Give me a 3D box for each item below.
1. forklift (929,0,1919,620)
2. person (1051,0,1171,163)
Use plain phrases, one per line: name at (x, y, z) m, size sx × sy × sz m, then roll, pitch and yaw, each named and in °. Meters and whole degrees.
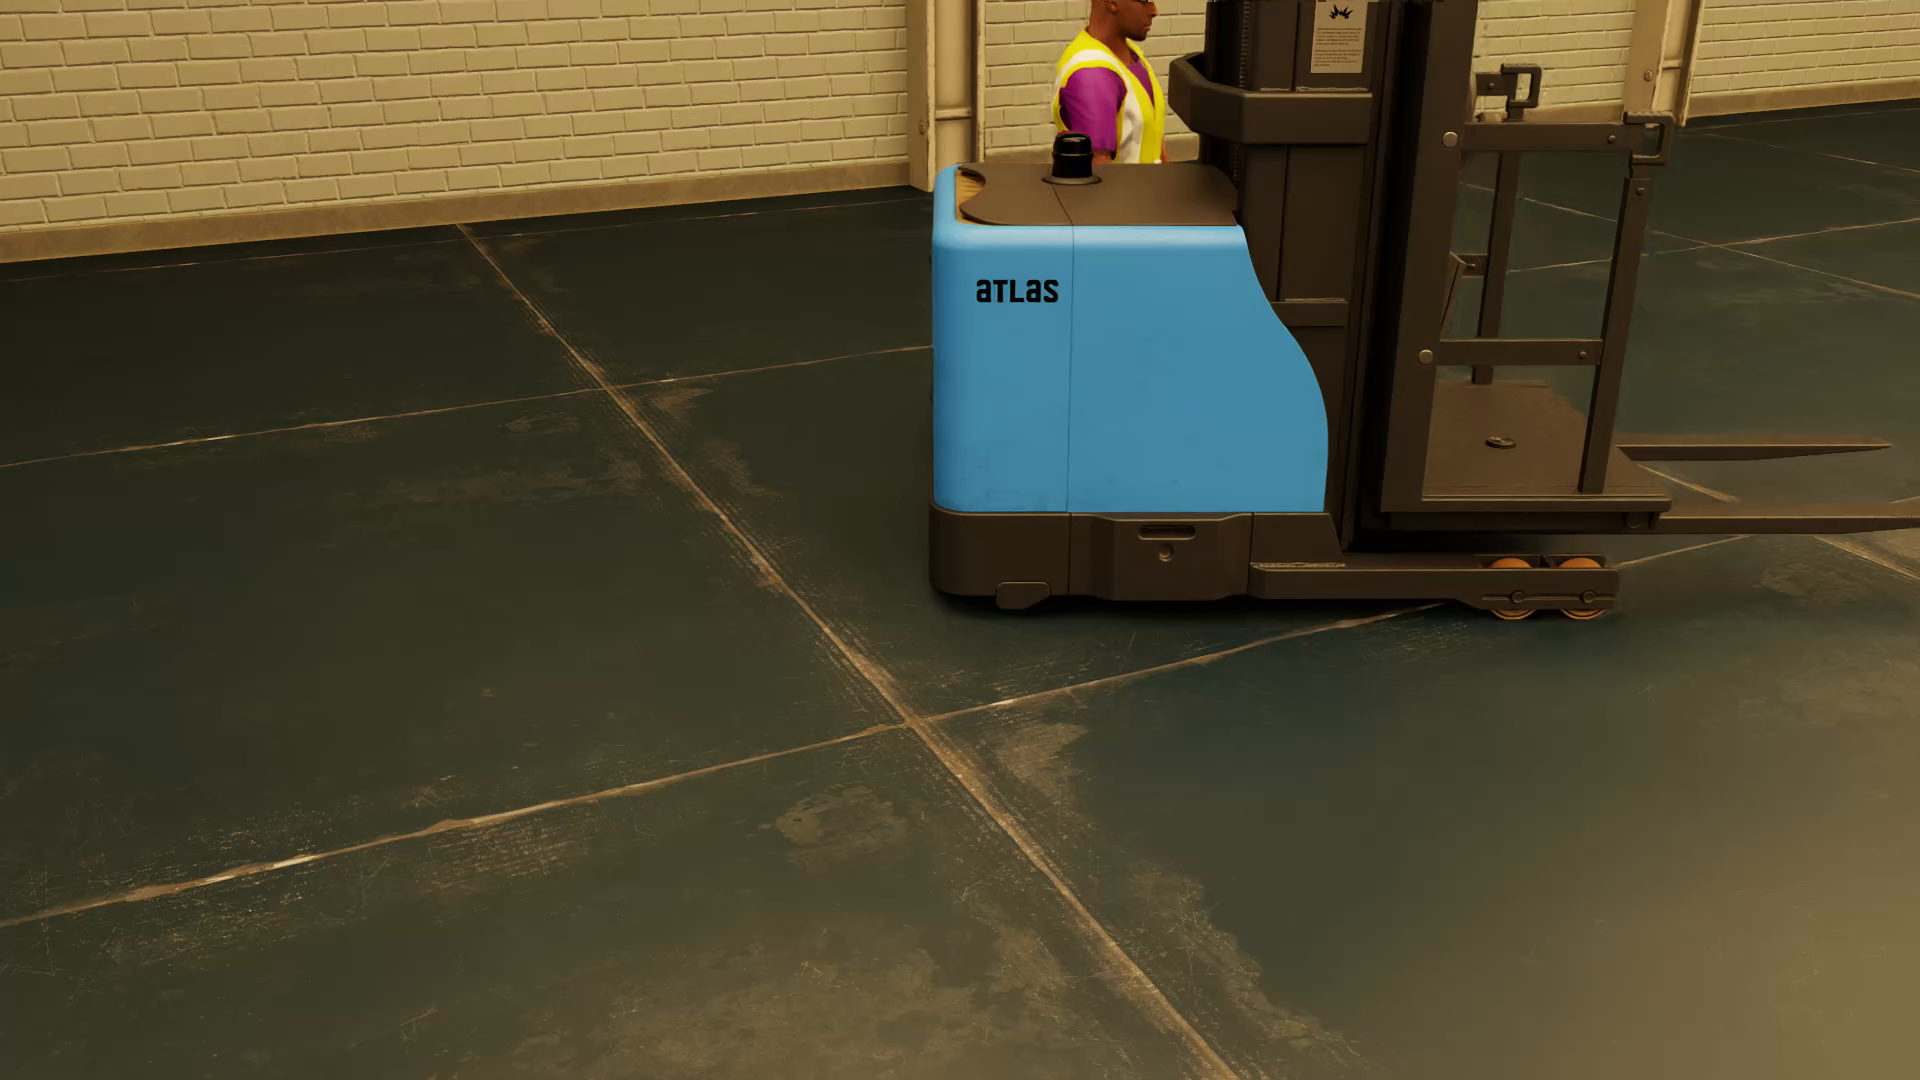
forklift at (1.428, -1.338, 4.507) m, size 3.031 × 2.935 × 1.130 m, roll 0°, pitch 23°, yaw 0°
person at (0.664, -1.074, 5.462) m, size 0.716 × 1.663 × 0.802 m, roll 10°, pitch 24°, yaw 22°
